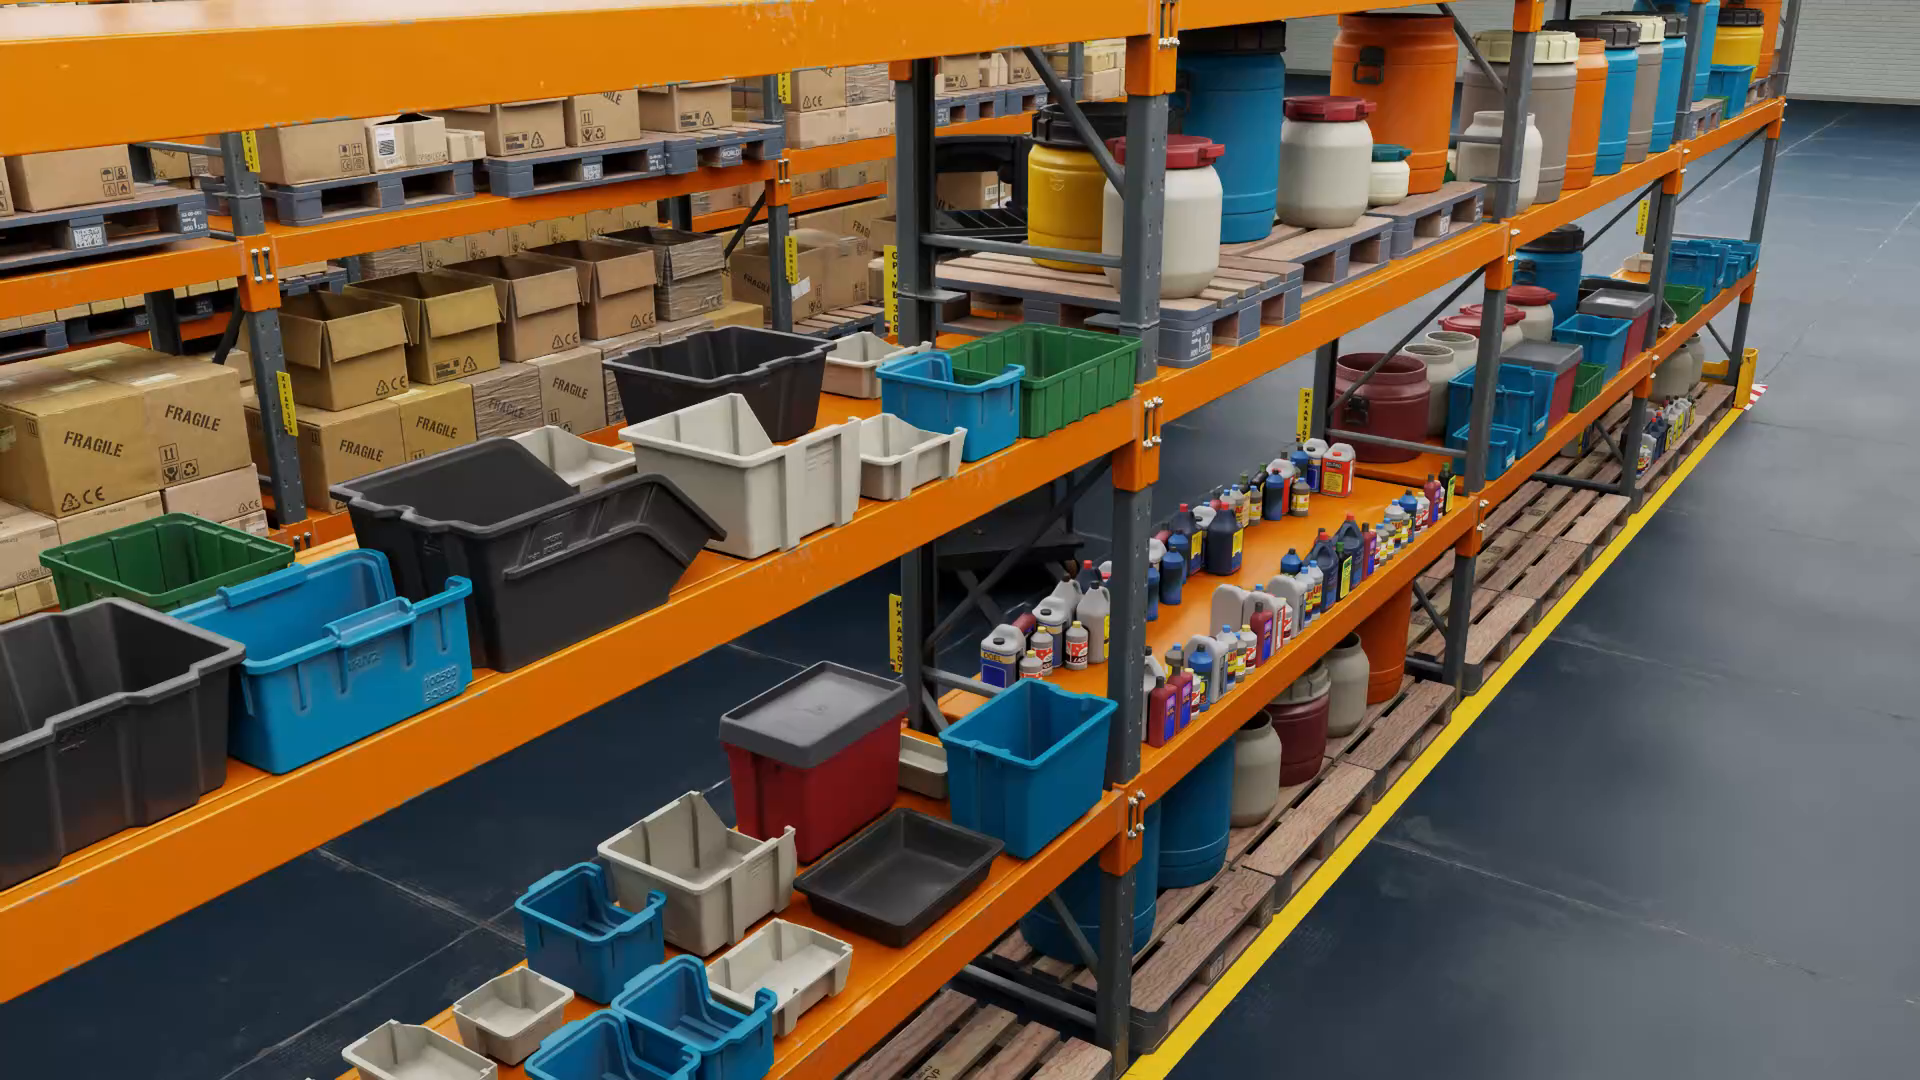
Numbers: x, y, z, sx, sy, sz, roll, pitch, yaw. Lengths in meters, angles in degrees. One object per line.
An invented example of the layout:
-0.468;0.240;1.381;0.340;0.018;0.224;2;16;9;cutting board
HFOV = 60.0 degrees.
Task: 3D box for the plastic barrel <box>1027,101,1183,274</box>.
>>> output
0.565;-1.383;6.480;0.600;0.588;0.600;0;20;0;plastic barrel

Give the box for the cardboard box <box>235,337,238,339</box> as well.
-5.841;-1.628;14.261;0.500;0.250;0.500;13;24;31;cardboard box

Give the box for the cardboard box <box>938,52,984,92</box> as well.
-0.255;-3.917;13.453;0.797;0.503;0.637;14;25;34;cardboard box

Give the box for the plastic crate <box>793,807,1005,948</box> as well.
-0.188;1.085;5.319;0.437;0.125;0.590;13;24;32;plastic crate

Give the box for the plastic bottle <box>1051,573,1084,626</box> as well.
0.465;0.306;7.185;0.144;0.351;0.185;13;24;32;plastic bottle

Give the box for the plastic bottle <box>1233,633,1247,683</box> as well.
1.143;0.484;6.919;0.097;0.201;0.097;0;20;0;plastic bottle

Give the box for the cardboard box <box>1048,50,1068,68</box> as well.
0.790;-4.383;15.108;0.380;0.149;0.250;14;24;32;cardboard box

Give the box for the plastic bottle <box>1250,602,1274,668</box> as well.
1.278;0.388;7.060;0.061;0.283;0.133;13;24;32;plastic bottle

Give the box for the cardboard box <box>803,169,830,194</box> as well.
-2.057;-4.452;19.760;0.875;0.550;0.550;13;24;32;cardboard box

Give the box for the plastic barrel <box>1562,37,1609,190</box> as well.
3.477;-2.527;9.829;0.600;0.830;0.708;13;24;32;plastic barrel

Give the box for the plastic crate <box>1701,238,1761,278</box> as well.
6.931;-2.561;15.079;0.499;0.251;0.616;13;24;32;plastic crate

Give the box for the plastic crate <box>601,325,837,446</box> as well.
-0.706;-0.432;4.974;0.497;0.269;0.590;13;24;32;plastic crate

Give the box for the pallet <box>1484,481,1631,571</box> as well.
4.307;-0.144;12.351;1.003;0.211;1.213;13;24;32;pallet

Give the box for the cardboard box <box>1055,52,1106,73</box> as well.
1.058;-4.208;14.634;0.380;0.149;0.250;12;24;30;cardboard box

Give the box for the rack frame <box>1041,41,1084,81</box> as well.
0.620;-5.465;14.067;1.000;3.000;0.127;13;24;32;rack frame

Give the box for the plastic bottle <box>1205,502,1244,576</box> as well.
1.286;-0.019;8.064;0.144;0.351;0.185;13;24;32;plastic bottle

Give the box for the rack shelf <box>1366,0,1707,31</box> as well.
3.592;-3.400;10.099;1.077;0.370;4.000;13;24;32;rack shelf

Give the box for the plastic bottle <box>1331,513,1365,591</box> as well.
1.827;0.051;7.876;0.144;0.351;0.185;13;24;32;plastic bottle

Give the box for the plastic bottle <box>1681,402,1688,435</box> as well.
6.053;-1.042;14.051;0.152;0.276;0.135;13;24;30;plastic bottle

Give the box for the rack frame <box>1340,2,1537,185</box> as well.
2.468;-3.351;8.353;1.000;3.000;0.127;13;24;32;rack frame

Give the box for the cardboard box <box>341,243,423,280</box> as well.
-5.198;-2.623;14.887;0.500;0.500;0.500;14;24;32;cardboard box

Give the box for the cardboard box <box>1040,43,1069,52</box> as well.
0.662;-4.657;14.915;0.500;0.500;0.500;12;24;30;cardboard box

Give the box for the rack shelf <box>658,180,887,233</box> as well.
-2.301;-3.884;19.477;1.077;0.370;4.000;13;24;32;rack shelf

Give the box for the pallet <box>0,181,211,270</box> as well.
-4.346;-1.488;7.768;1.003;0.211;1.213;13;24;32;pallet

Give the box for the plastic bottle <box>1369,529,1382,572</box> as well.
2.001;0.046;8.102;0.097;0.201;0.097;0;20;0;plastic bottle

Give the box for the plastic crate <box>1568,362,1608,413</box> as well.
3.971;-1.031;11.034;0.450;0.188;0.662;13;24;32;plastic crate

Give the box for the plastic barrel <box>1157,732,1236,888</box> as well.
0.937;1.042;7.544;0.600;0.901;0.708;13;24;32;plastic barrel

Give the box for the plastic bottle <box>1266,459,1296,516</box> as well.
1.697;-0.285;8.891;0.152;0.276;0.135;13;24;32;plastic bottle

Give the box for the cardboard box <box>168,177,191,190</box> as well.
-8.740;-3.964;18.415;0.380;0.149;0.250;14;25;34;cardboard box

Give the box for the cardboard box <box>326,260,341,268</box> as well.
-5.643;-2.728;15.172;0.500;0.500;0.500;13;24;32;cardboard box

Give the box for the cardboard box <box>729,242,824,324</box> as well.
-1.358;-1.910;12.355;0.500;0.500;0.500;10;23;25;cardboard box

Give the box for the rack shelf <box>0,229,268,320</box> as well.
-5.001;-0.851;6.955;1.077;0.370;4.000;13;24;32;rack shelf

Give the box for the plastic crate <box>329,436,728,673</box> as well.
-0.943;-0.004;3.719;0.504;0.338;0.767;13;24;32;plastic crate

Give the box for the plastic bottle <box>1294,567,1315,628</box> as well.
1.533;0.252;7.445;0.097;0.271;0.097;0;20;0;plastic bottle

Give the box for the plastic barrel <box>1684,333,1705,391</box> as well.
6.658;-1.659;15.407;0.421;0.512;0.421;0;20;0;plastic barrel

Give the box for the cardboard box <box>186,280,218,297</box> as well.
-6.149;-2.054;13.252;0.380;0.149;0.250;12;23;29;cardboard box

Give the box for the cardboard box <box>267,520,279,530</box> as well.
-3.534;0.256;9.705;1.225;0.875;0.875;13;24;32;cardboard box

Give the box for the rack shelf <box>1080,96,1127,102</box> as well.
1.744;-4.294;16.264;1.077;0.370;4.000;13;24;32;rack shelf

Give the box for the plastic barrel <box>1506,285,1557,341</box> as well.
3.997;-1.517;11.846;0.433;0.535;0.433;0;20;0;plastic barrel

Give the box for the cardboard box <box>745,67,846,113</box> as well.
-1.151;-3.276;11.610;0.500;0.500;0.500;14;24;32;cardboard box

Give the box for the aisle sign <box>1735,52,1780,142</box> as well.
7.251;-4.015;15.047;0.394;0.787;0.004;13;24;32;aisle sign

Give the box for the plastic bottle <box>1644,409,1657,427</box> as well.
5.722;-0.962;13.835;0.152;0.276;0.135;13;24;32;plastic bottle

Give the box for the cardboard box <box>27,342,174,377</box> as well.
-4.358;-0.689;8.510;0.500;0.500;0.500;13;24;32;cardboard box

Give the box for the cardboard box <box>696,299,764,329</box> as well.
-1.701;-1.360;11.474;0.500;0.500;0.500;14;25;33;cardboard box

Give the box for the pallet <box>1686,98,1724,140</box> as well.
5.041;-3.229;12.620;1.213;0.211;1.003;13;24;32;pallet

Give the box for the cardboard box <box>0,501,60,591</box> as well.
-4.484;0.049;7.597;0.500;0.250;0.500;14;24;33;cardboard box

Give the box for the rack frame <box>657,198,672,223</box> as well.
-3.425;-3.647;17.801;1.000;3.000;0.127;13;24;32;rack frame

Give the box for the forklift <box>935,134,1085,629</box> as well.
0.202;-1.139;11.120;1.130;2.935;3.031;-5;21;-13;forklift

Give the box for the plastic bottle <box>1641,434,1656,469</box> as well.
5.417;-0.718;13.174;0.152;0.276;0.135;14;25;34;plastic bottle

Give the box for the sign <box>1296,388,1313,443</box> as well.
2.009;-0.719;9.650;0.100;0.325;0.005;13;24;32;sign

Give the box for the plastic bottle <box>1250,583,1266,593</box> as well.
1.332;0.294;7.433;0.097;0.201;0.097;0;20;0;plastic bottle

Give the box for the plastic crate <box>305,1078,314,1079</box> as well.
-1.546;1.504;4.169;0.396;0.136;0.243;13;24;32;plastic crate

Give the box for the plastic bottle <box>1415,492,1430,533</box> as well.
2.384;-0.149;8.631;0.097;0.201;0.097;0;20;0;plastic bottle

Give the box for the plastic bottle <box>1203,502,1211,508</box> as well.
1.220;-0.057;8.279;0.097;0.271;0.097;0;20;0;plastic bottle
